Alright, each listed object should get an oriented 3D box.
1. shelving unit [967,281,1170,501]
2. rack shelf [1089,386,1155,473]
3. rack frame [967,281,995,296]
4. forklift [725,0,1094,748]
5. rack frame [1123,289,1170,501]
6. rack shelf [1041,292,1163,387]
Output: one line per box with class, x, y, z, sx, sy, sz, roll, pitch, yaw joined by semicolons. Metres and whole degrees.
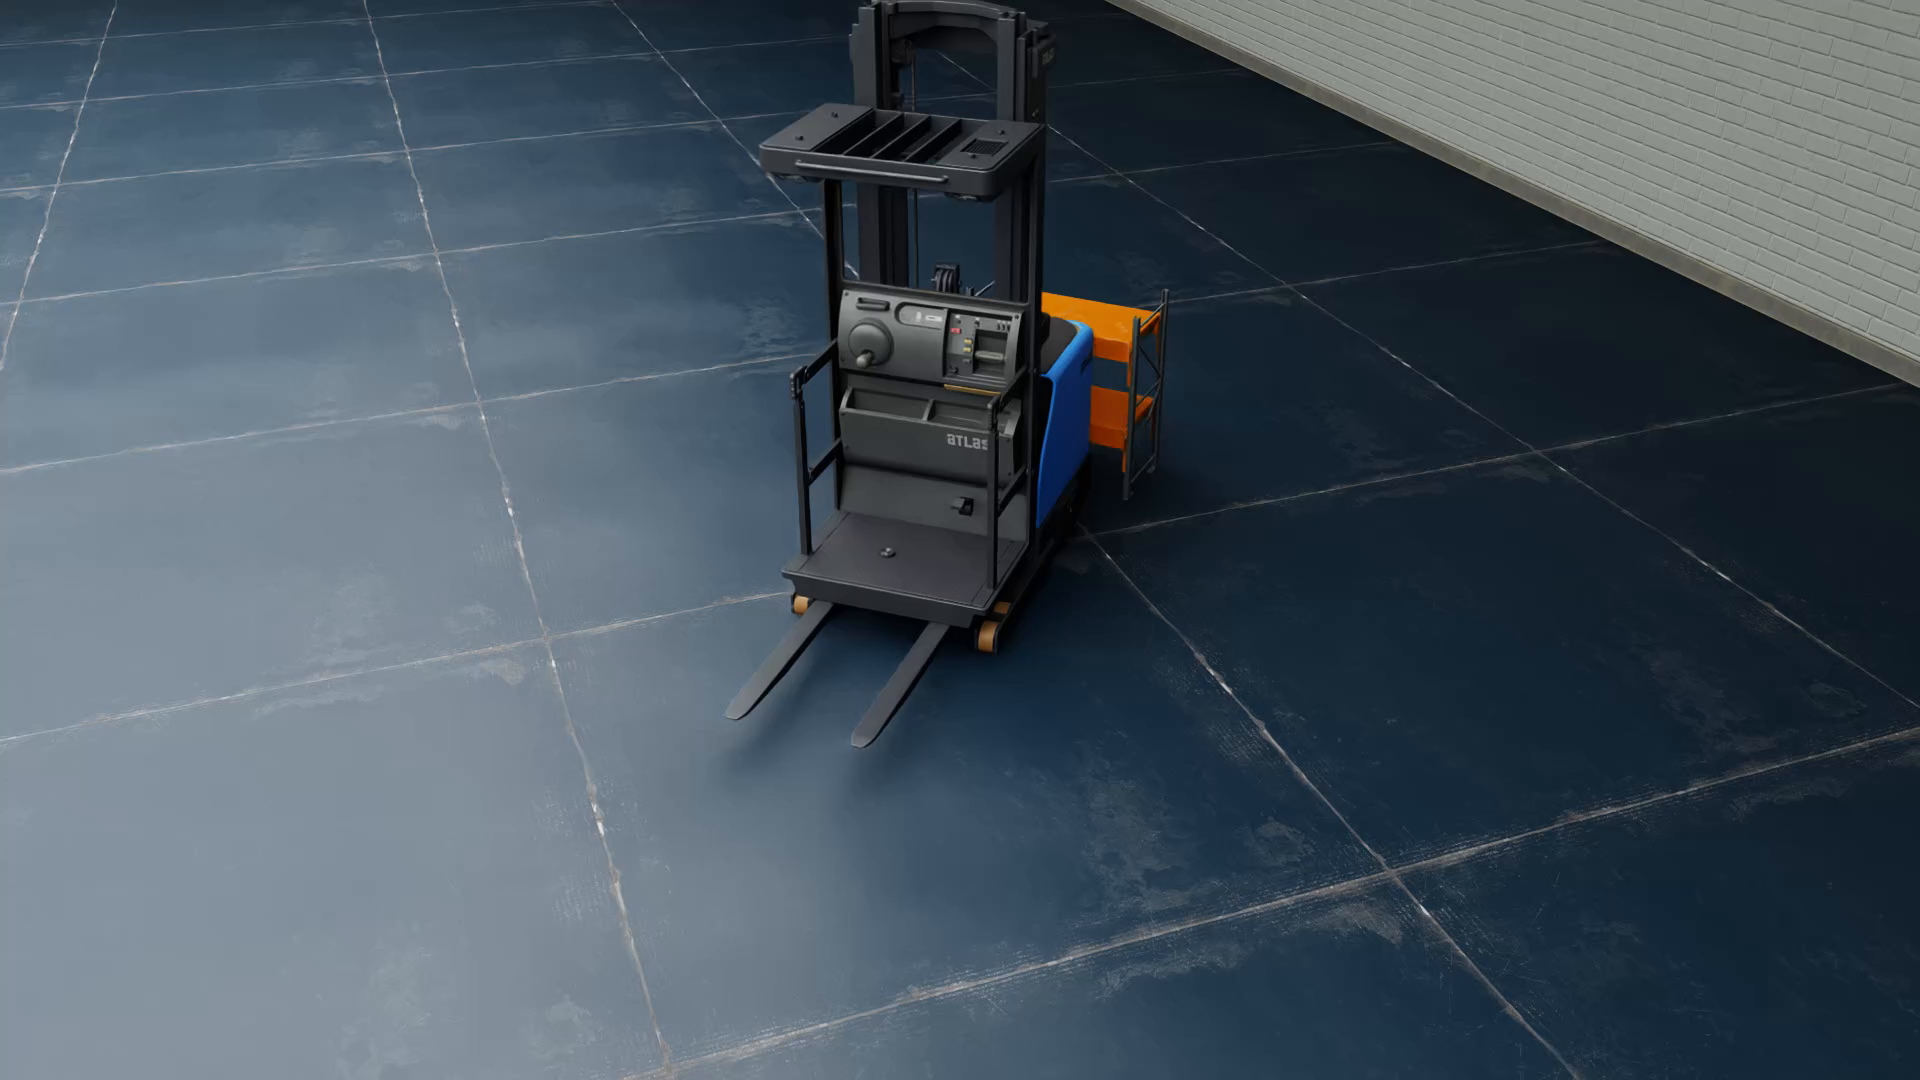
shelving unit;0.616;-0.944;9.768;1.048;1.125;0.538;14;32;23
rack shelf;0.616;-0.731;9.888;1.000;0.278;0.538;14;32;23
rack frame;0.161;-1.055;9.964;0.032;1.125;0.500;14;32;23
forklift;-0.222;-0.939;7.937;1.130;2.935;3.031;10;31;17
rack frame;1.072;-0.832;9.571;0.032;1.125;0.500;14;32;23
rack shelf;0.617;-1.198;9.624;1.000;0.278;0.538;14;32;23
